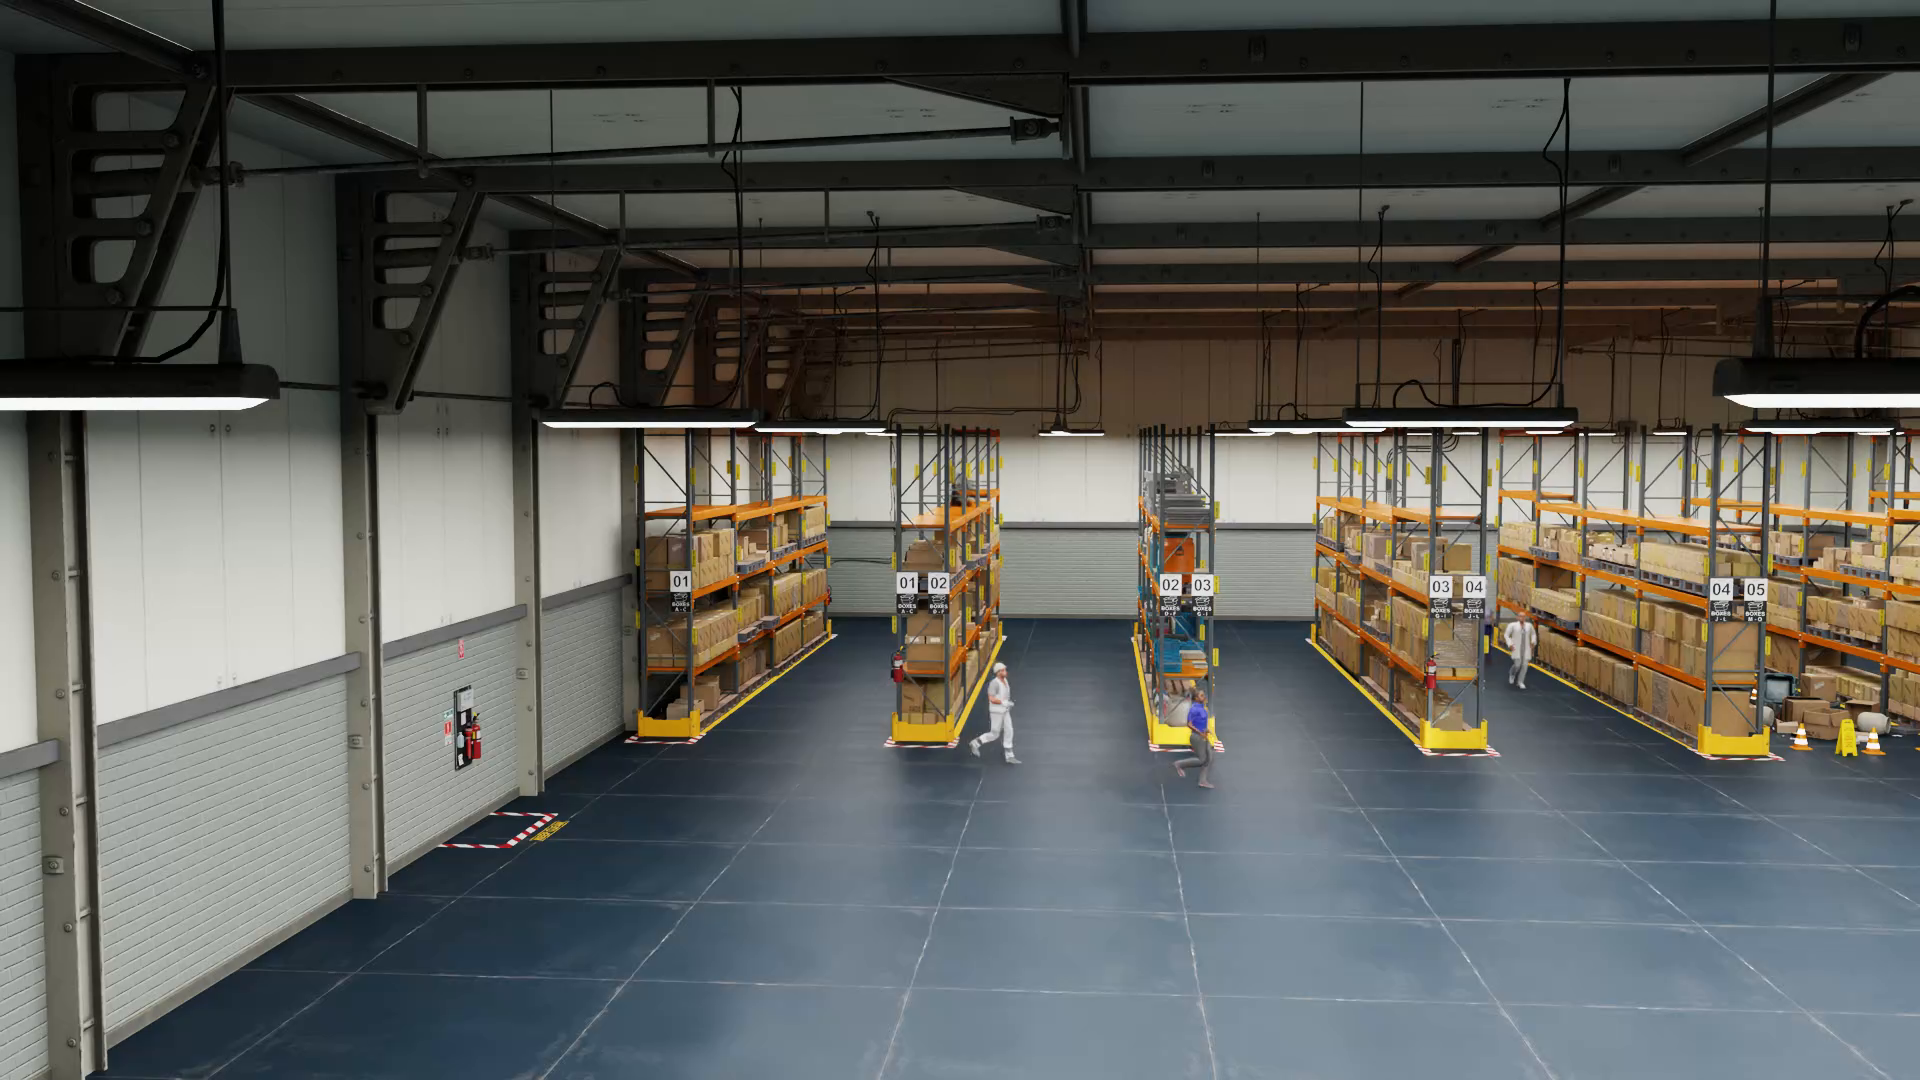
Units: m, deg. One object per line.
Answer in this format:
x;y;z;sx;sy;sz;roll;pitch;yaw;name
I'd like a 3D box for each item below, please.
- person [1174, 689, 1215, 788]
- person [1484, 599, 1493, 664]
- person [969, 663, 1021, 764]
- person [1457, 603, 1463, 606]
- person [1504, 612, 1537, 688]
3.890;3.256;27.384;0.669;1.625;0.563;2;4;26;person
13.376;2.303;42.498;0.606;1.648;0.924;0;3;0;person
0.650;3.049;29.360;0.951;1.783;0.668;2;4;28;person
14.130;1.997;47.039;0.650;1.776;0.738;-2;4;-23;person
12.935;2.523;38.353;0.731;1.750;0.635;0;3;1;person
